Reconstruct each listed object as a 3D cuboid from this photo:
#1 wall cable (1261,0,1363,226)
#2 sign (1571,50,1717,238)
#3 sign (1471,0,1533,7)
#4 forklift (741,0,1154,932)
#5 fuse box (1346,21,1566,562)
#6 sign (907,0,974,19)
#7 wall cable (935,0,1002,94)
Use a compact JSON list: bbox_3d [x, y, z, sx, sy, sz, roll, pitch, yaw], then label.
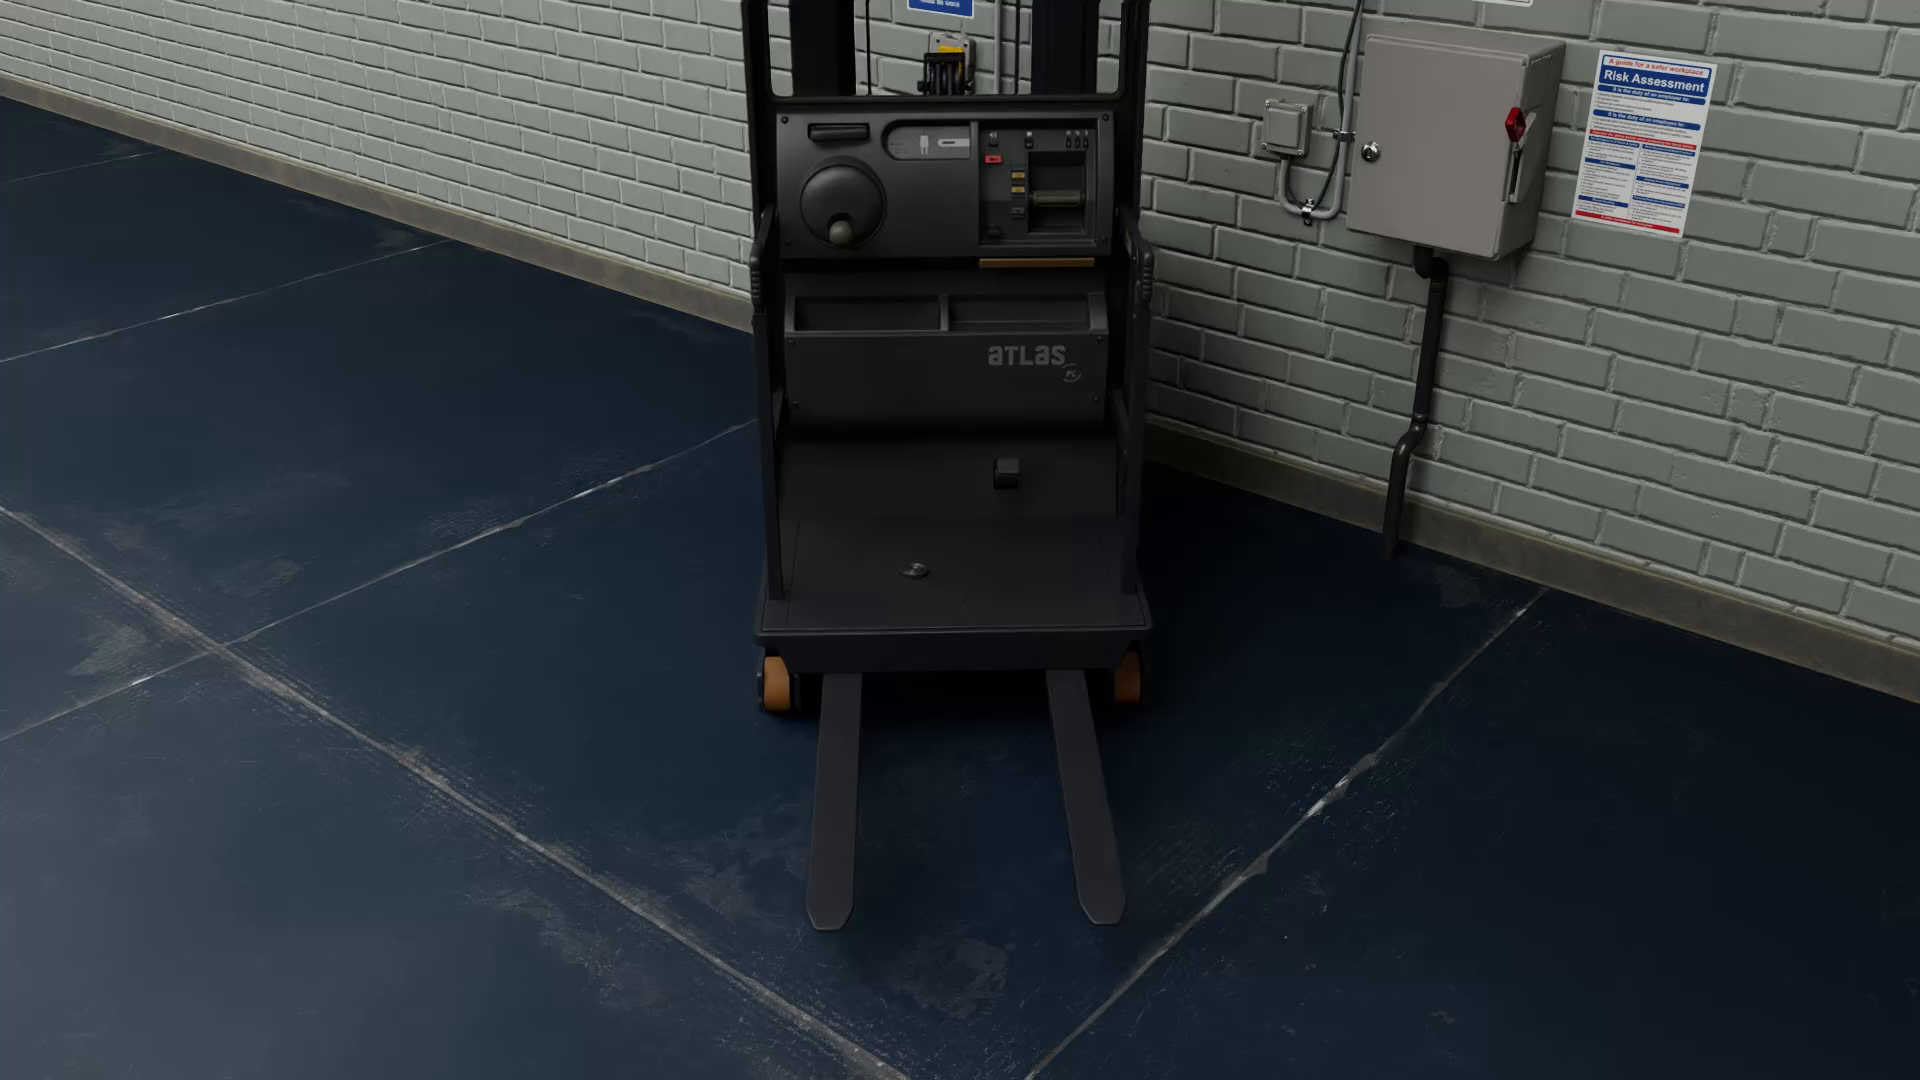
[{"bbox_3d":[1.025,-1.961,5.171,0.588,1.984,0.122,21,34,34],"label":"wall cable"},{"bbox_3d":[1.964,-1.142,4.796,0.329,0.494,0.001,21,34,34],"label":"sign"},{"bbox_3d":[1.540,-1.711,4.894,0.339,0.242,0.001,21,34,34],"label":"sign"},{"bbox_3d":[-0.030,-0.954,4.405,1.130,2.935,3.031,-1,27,-2],"label":"forklift"},{"bbox_3d":[1.451,-0.682,5.207,0.539,1.711,0.414,21,34,34],"label":"fuse box"},{"bbox_3d":[-0.075,-2.076,6.205,0.327,0.218,0.001,21,34,34],"label":"sign"},{"bbox_3d":[-0.077,-2.386,5.957,0.585,1.953,0.123,21,34,34],"label":"wall cable"}]
